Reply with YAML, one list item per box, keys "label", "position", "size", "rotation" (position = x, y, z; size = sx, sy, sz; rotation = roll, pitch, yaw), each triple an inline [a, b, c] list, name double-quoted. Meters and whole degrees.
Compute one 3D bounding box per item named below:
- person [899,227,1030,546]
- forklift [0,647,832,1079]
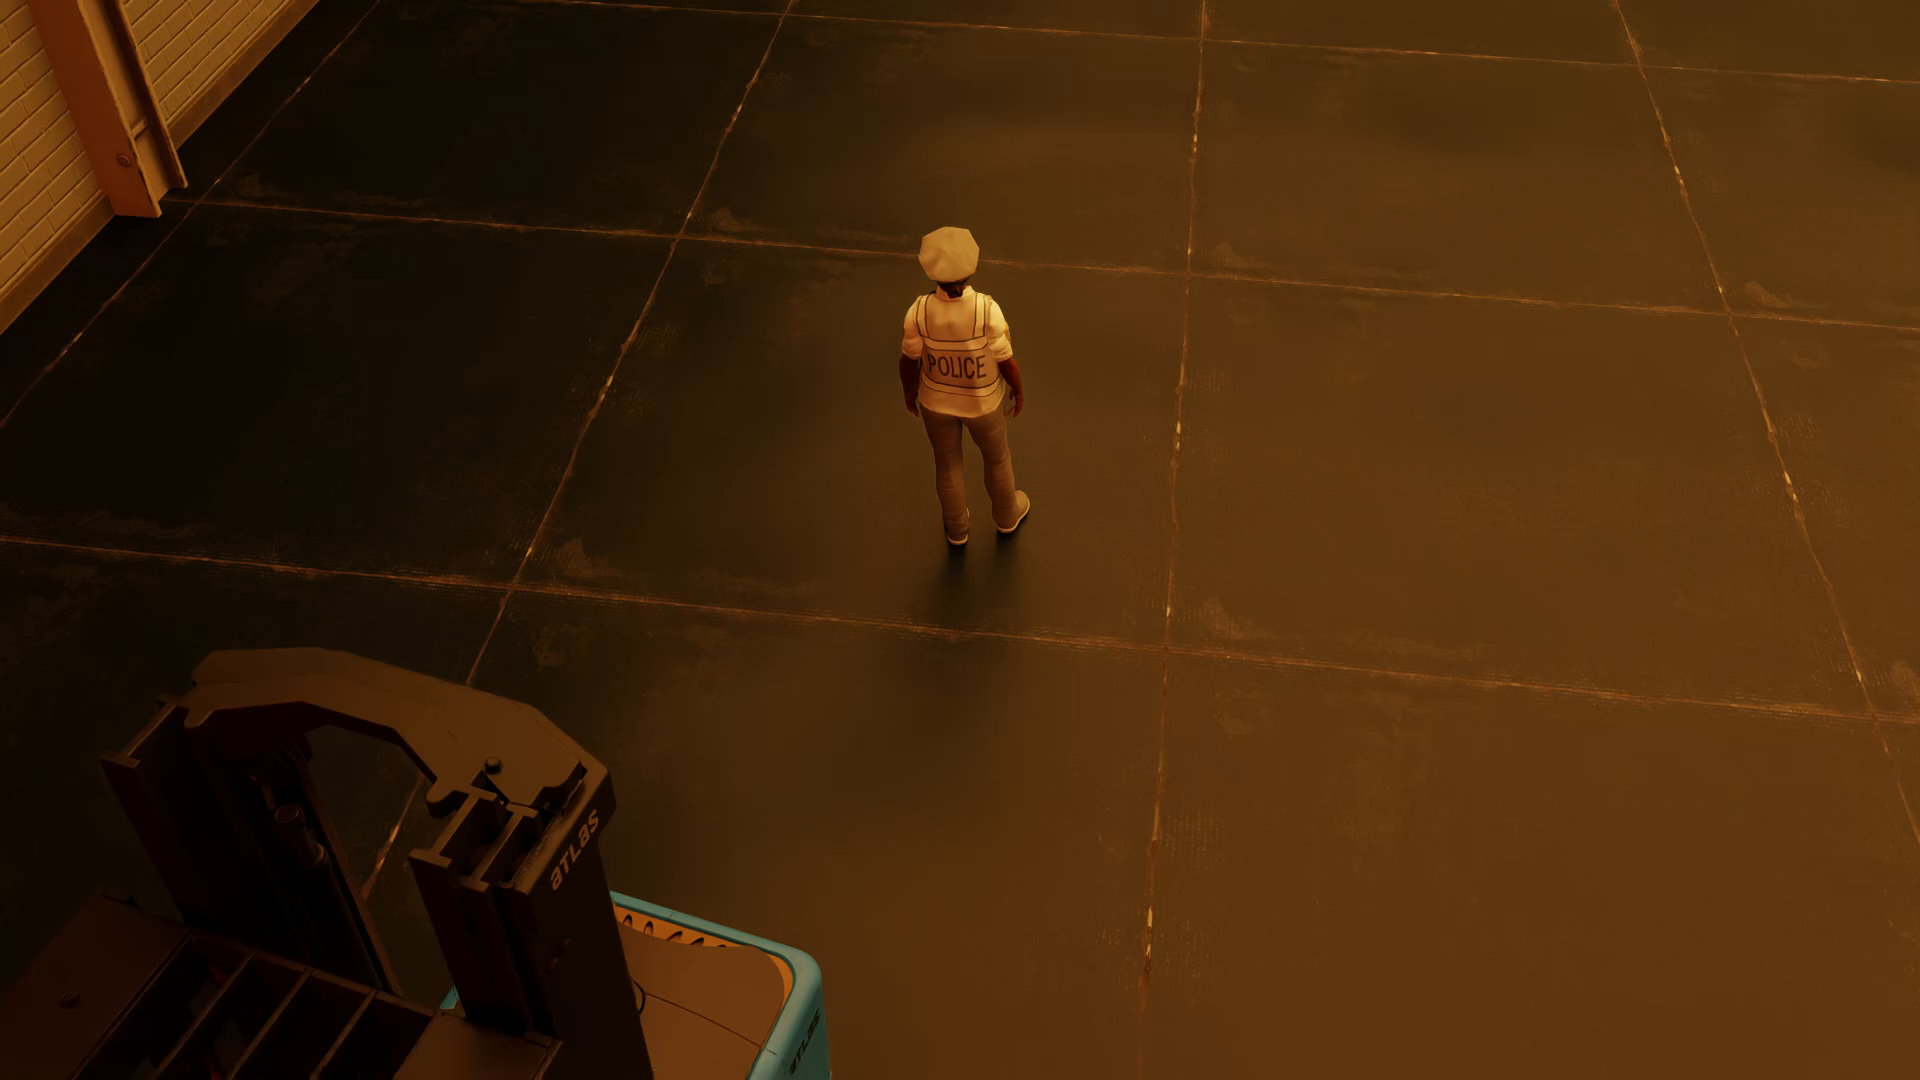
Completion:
- label: "person"
  position: [0.030, -0.677, 7.365]
  size: [0.569, 1.694, 0.530]
  rotation: [5, 43, 6]
- label: "forklift"
  position: [-1.370, 1.785, 3.782]
  size: [1.130, 2.935, 3.031]
  rotation: [14, 44, 14]
